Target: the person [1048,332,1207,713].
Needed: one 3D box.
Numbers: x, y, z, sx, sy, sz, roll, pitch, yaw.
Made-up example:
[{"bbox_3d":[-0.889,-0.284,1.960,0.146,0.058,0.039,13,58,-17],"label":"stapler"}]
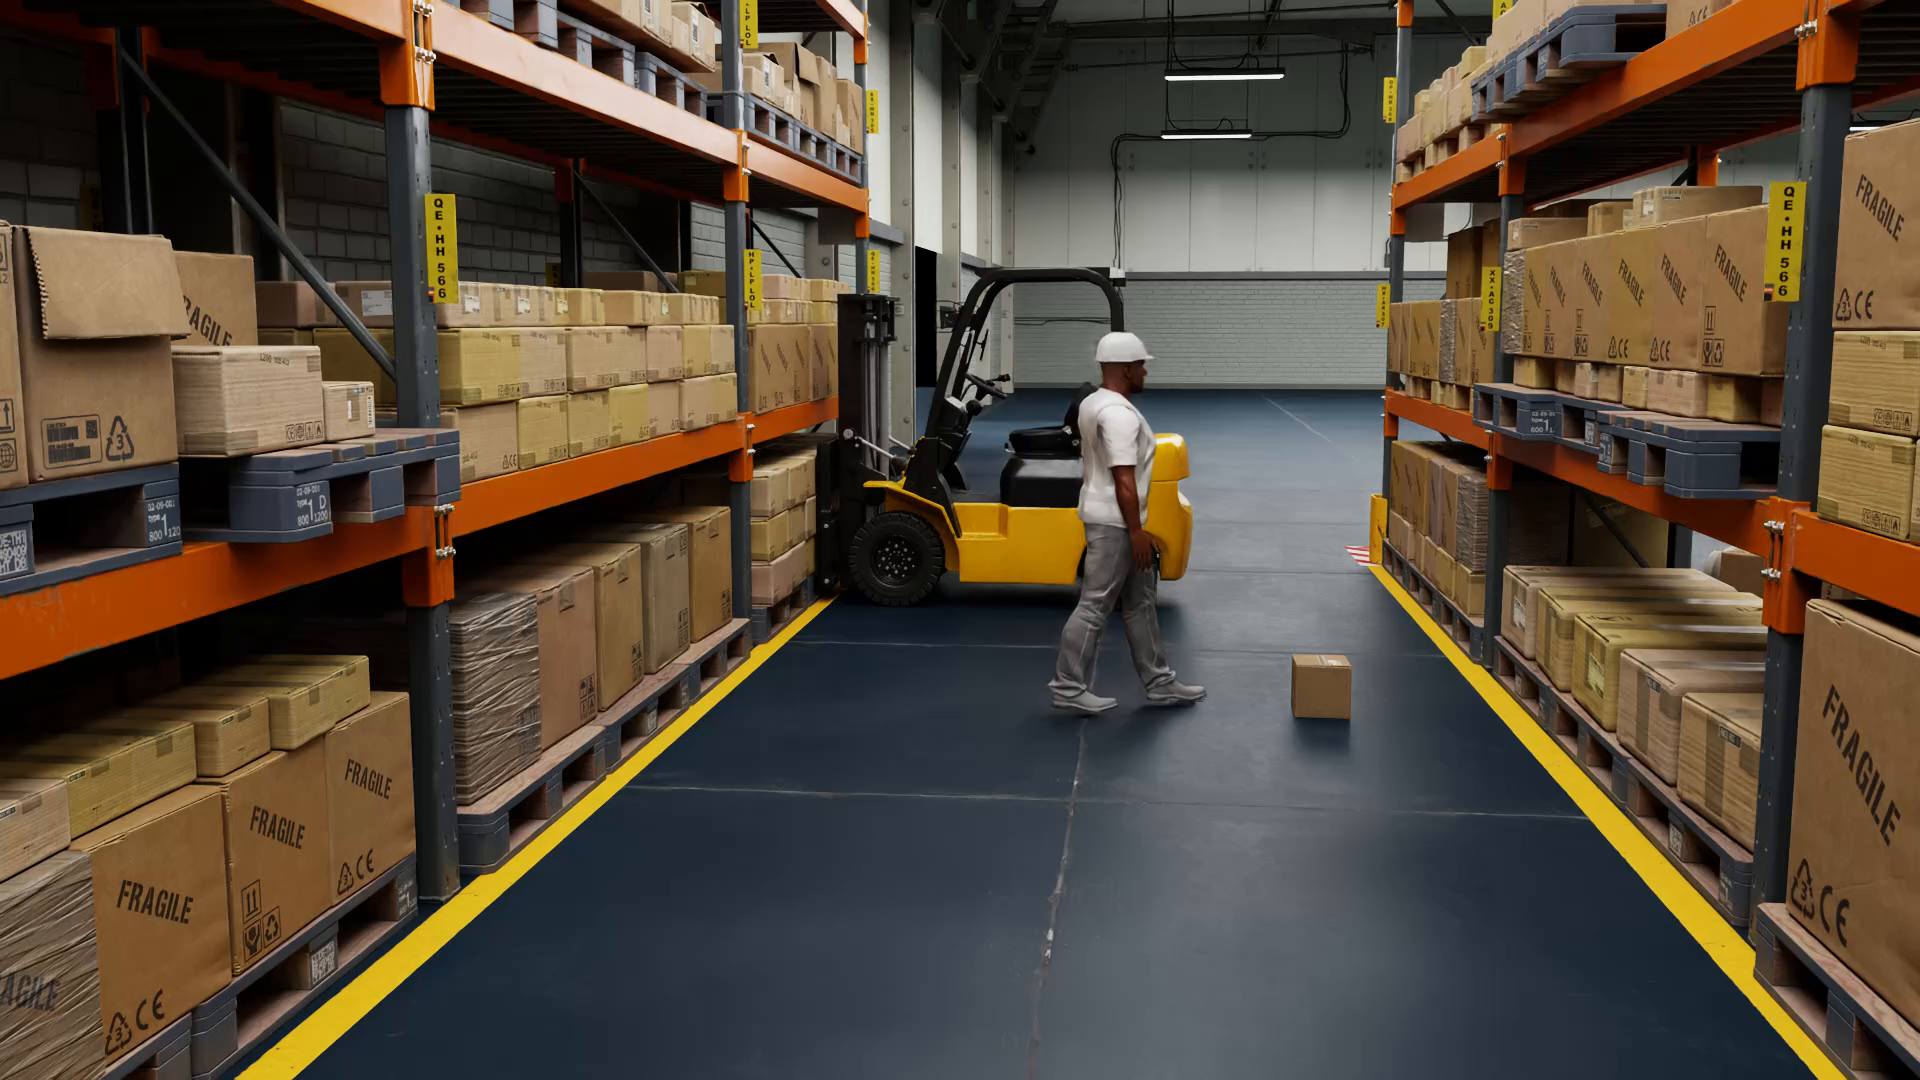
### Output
[{"bbox_3d":[0.800,-0.079,7.672,0.783,1.746,0.589,0,8,-2],"label":"person"}]
